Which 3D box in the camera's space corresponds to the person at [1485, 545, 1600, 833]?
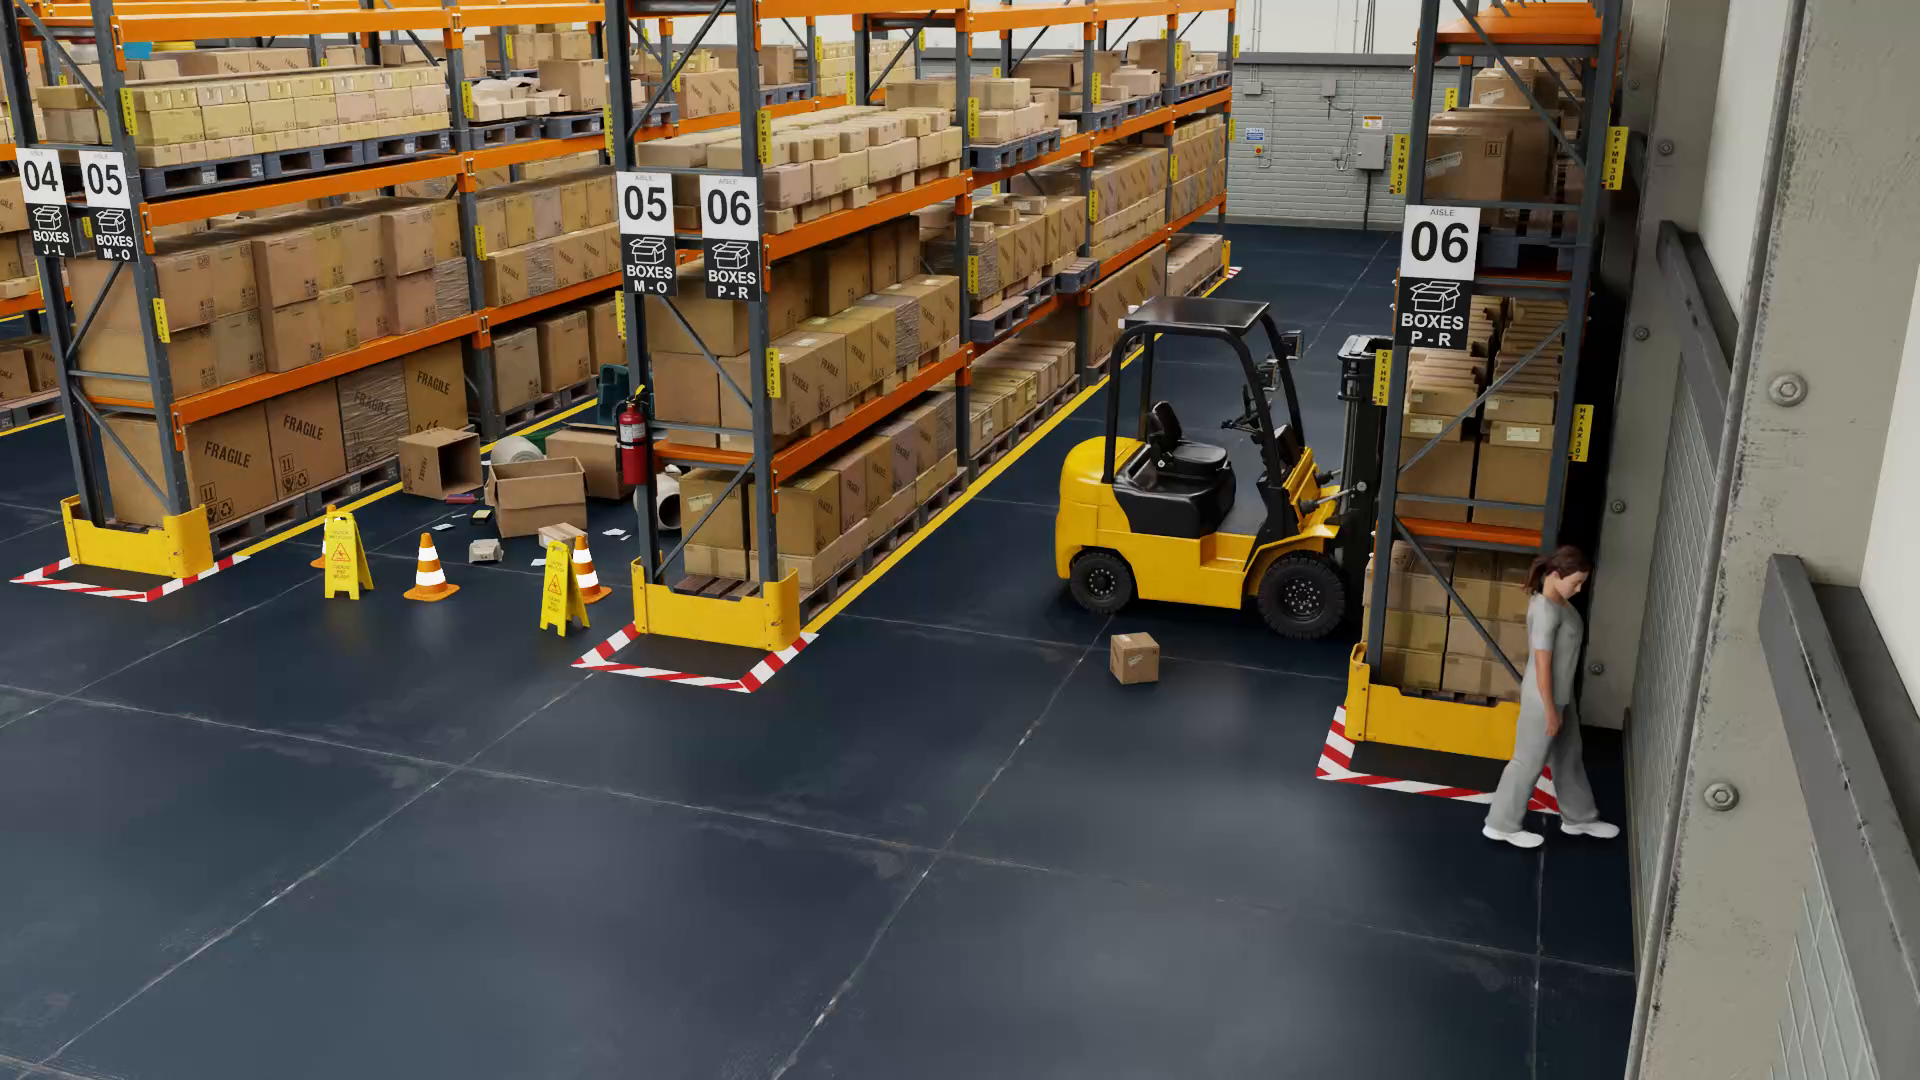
[{"bbox_3d":[3.088,0.780,8.592,0.568,1.587,0.481,7,20,21],"label":"person"}]
